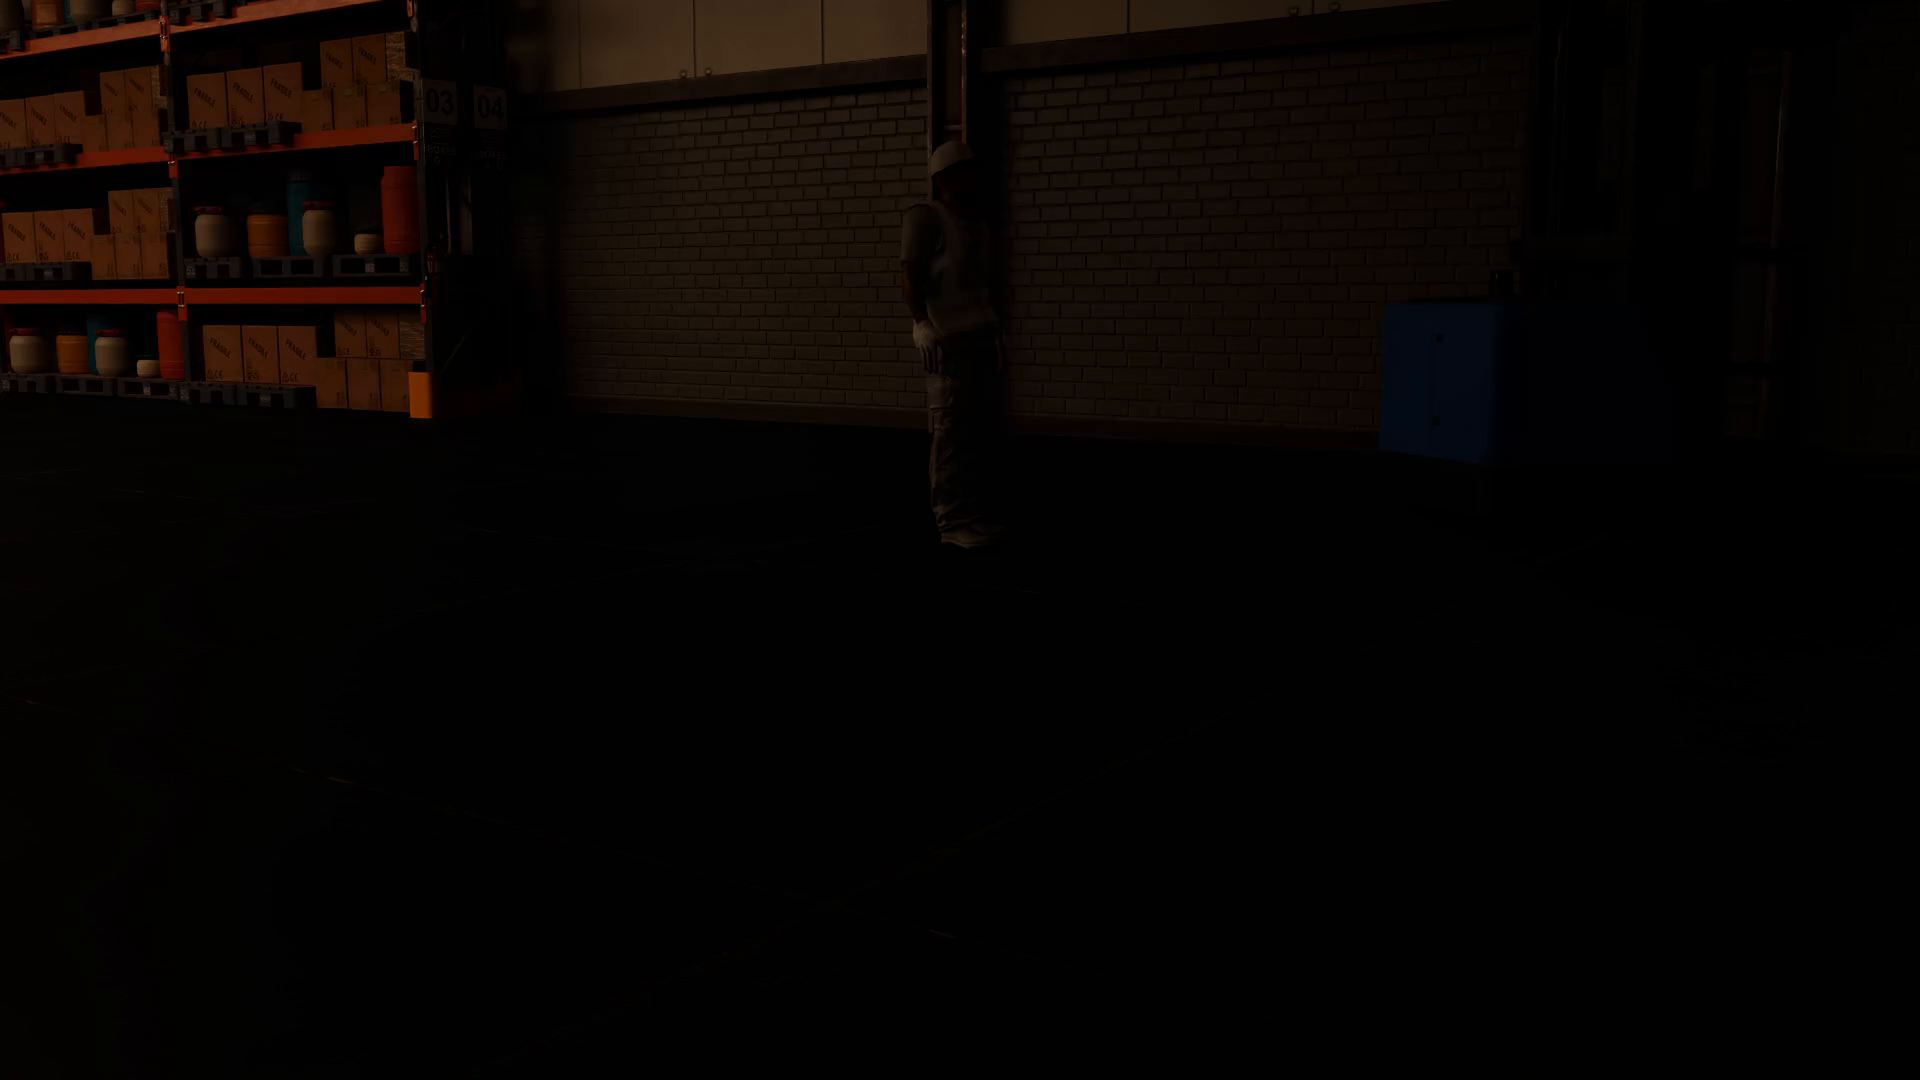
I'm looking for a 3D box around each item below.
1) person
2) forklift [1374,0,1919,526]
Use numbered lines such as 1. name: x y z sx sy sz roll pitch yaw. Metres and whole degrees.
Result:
1. person: 0.056 -0.883 7.431 0.575 1.784 0.656 5 10 34
2. forklift: 3.750 -1.619 8.577 3.031 2.935 1.130 -3 9 -18
